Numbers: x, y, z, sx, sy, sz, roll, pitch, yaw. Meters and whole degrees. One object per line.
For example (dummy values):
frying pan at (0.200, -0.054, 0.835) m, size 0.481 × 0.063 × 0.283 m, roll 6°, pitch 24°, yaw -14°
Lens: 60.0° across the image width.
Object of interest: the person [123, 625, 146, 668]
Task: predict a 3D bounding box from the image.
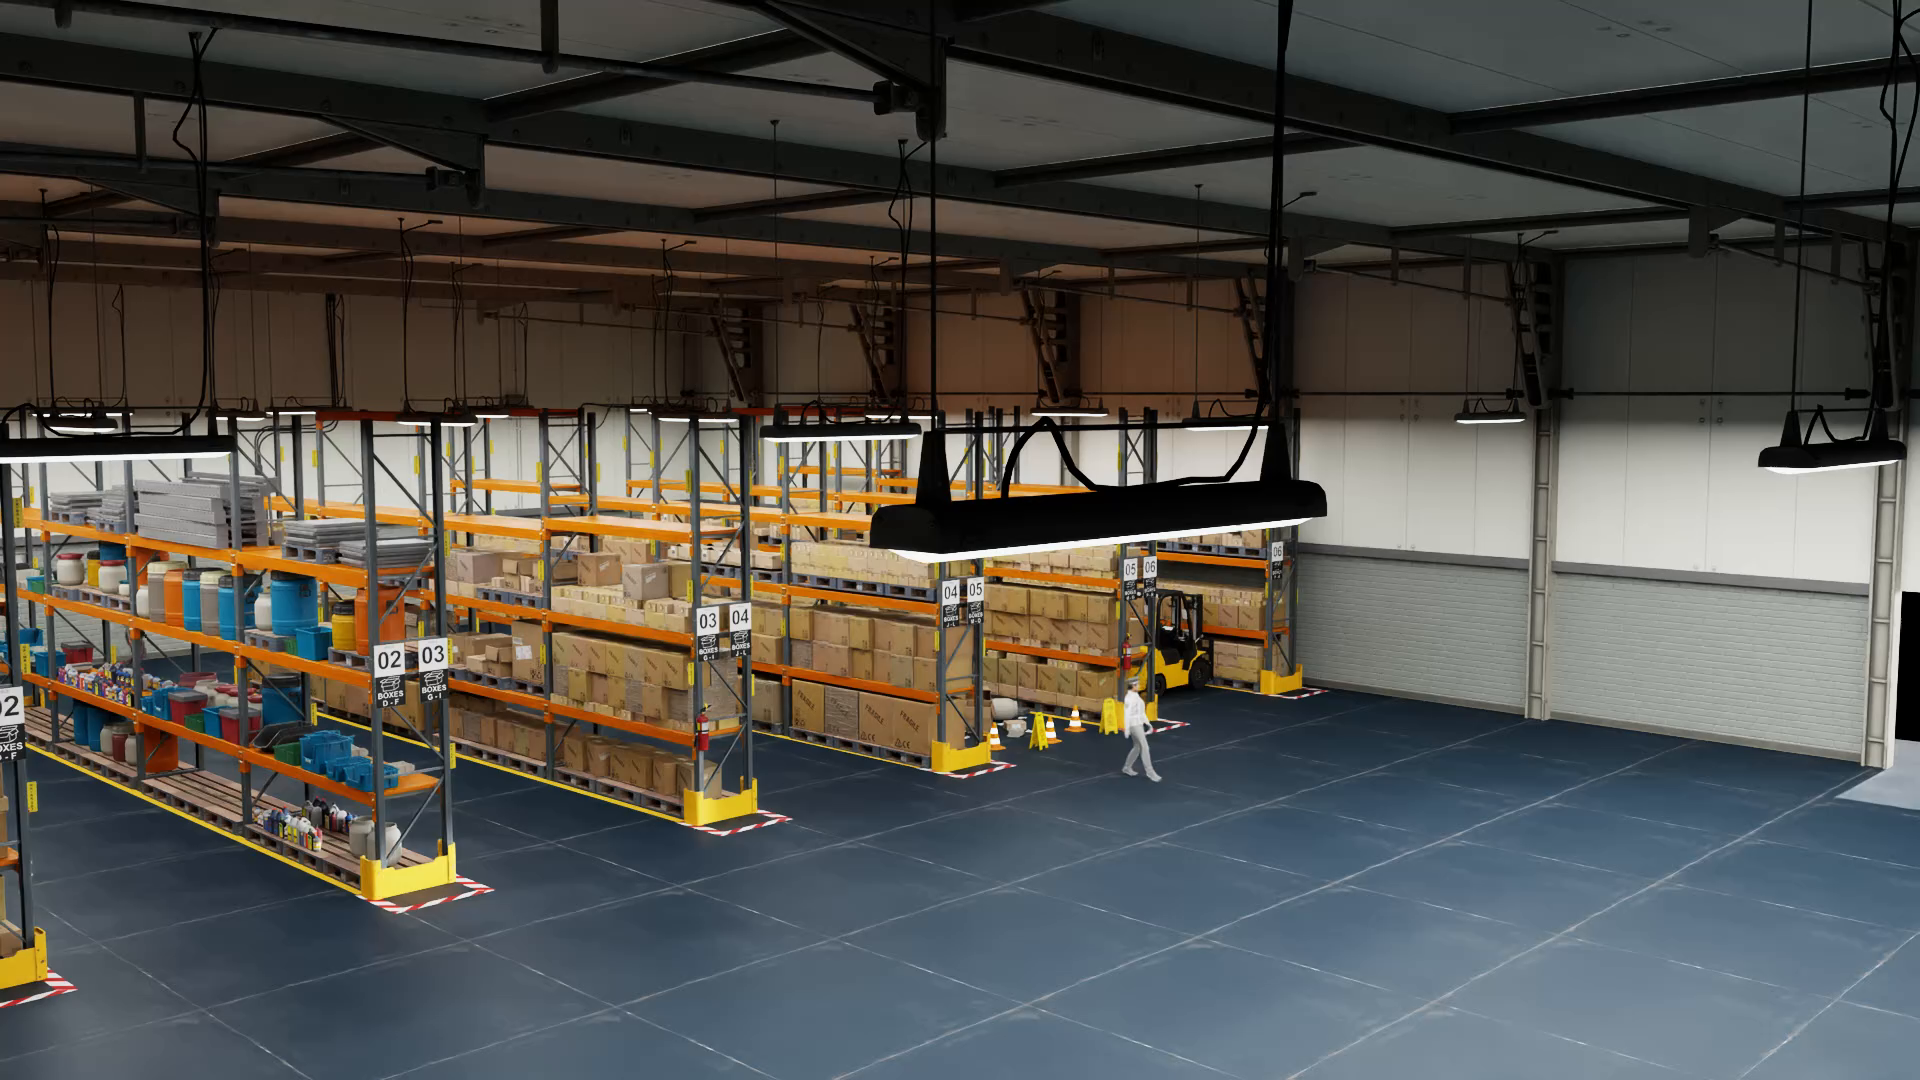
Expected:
person at (-18.372, 2.193, 36.925) m, size 0.613 × 1.709 × 0.548 m, roll 0°, pitch 5°, yaw -4°

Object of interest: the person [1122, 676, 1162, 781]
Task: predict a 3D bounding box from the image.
person at (3.013, 3.088, 27.394) m, size 0.734 × 1.672 × 0.516 m, roll 2°, pitch 5°, yaw 20°
